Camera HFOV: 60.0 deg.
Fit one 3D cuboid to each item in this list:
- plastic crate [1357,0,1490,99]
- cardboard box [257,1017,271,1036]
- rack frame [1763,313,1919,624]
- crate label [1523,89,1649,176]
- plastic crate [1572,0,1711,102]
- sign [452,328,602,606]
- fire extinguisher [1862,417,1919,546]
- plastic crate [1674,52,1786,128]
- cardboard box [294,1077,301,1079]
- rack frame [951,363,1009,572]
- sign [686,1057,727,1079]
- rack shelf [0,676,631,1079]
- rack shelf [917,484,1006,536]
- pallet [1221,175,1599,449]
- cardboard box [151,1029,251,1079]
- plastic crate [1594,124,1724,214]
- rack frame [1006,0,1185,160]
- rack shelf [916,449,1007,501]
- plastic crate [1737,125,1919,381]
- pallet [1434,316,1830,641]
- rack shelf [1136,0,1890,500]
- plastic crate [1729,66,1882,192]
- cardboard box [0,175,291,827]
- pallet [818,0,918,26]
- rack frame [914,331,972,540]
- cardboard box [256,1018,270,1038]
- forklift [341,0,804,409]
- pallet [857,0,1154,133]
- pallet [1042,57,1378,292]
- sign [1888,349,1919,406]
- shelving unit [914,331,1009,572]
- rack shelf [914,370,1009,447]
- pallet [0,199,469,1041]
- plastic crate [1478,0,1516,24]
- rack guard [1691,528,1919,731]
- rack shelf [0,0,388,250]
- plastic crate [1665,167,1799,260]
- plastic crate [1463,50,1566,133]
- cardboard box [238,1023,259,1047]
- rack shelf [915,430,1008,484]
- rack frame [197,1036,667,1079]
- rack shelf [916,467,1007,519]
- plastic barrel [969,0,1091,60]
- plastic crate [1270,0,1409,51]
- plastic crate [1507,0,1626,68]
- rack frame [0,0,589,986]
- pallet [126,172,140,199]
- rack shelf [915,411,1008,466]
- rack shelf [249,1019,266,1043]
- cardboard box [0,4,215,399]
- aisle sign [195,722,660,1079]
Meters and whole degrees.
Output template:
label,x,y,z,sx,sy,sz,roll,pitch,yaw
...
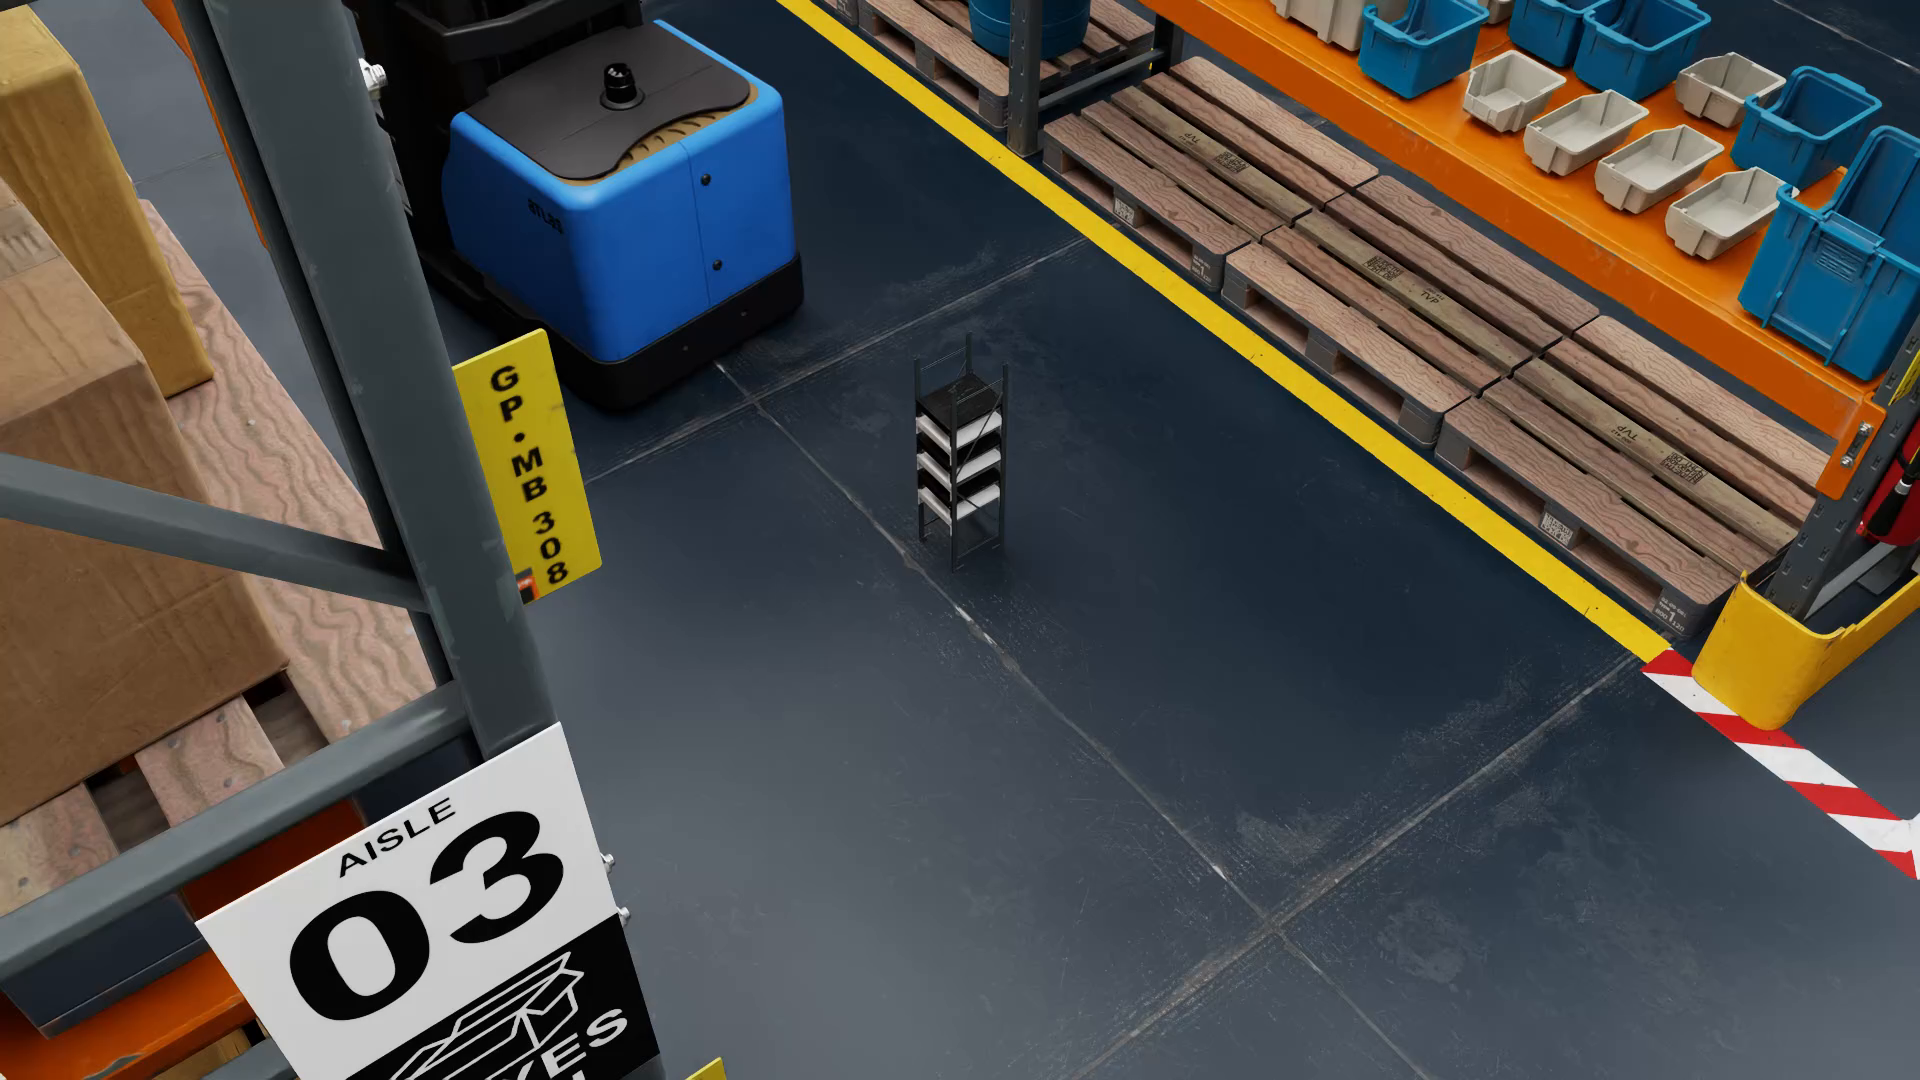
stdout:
label,x,y,z,sx,sy,sz,roll,pitch,yaw
plastic crate,1.631,-1.770,5.902,0.416,0.233,0.300,-29,54,-24
cardboard box,-1.241,0.512,3.156,0.500,0.500,0.500,-31,55,-25
rack frame,3.079,-0.710,4.869,1.000,3.000,0.127,-29,54,-24
crate label,2.089,-1.372,5.606,0.396,0.136,0.243,-29,54,-24
plastic crate,2.394,-1.743,5.878,0.416,0.233,0.300,-29,54,-24
sign,-0.418,-0.061,1.613,0.100,0.325,0.005,-29,54,-24
fire extinguisher,2.809,-0.266,4.770,0.296,0.674,0.183,-29,54,-24
plastic crate,2.652,-1.561,5.778,0.250,0.136,0.298,-29,54,-24
cardboard box,-0.939,1.058,3.166,0.500,0.250,0.500,-31,55,-25
rack frame,0.066,-0.237,5.858,0.240,0.900,0.006,-29,54,-24
sign,-0.418,0.949,2.727,0.100,0.325,0.005,-29,54,-24
rack shelf,-2.074,-0.433,3.079,1.077,0.370,4.000,-29,54,-24
rack shelf,0.005,-0.154,6.070,0.258,0.077,0.200,-29,54,-24
pallet,1.876,-0.996,7.010,1.003,0.211,1.213,-29,54,-24
cardboard box,-1.367,1.041,2.676,0.500,0.500,0.500,-29,54,-24
plastic crate,2.277,-1.218,5.467,0.396,0.136,0.243,-29,54,-24
rack frame,0.657,-3.068,7.007,1.000,3.000,0.127,-29,54,-24
rack shelf,0.005,-0.275,5.937,0.258,0.077,0.200,-29,54,-24
plastic crate,2.728,-0.856,4.937,0.616,0.435,0.499,-29,54,-24
pallet,2.611,-0.277,6.359,1.003,0.211,1.213,-29,54,-24
rack shelf,1.868,-1.648,6.205,1.077,0.370,4.000,-29,54,-24
plastic crate,2.793,-1.355,5.526,0.416,0.233,0.300,-29,54,-24
cardboard box,-1.220,0.014,1.770,0.700,0.500,0.500,-33,56,-26
pallet,-0.520,-3.325,9.122,1.003,0.211,1.213,-29,54,-24
rack frame,-0.057,-0.357,5.967,0.240,0.900,0.006,-29,54,-24
cardboard box,-1.259,0.755,3.442,0.500,0.250,0.500,-30,54,-24
forklift,-2.061,-2.493,6.532,1.130,2.935,3.031,-36,57,-28
pallet,0.223,-2.605,8.470,1.003,0.211,1.213,-29,54,-24
pallet,1.133,-1.716,7.663,1.003,0.211,1.213,-29,54,-24
sign,2.651,-0.508,4.576,0.100,0.325,0.005,-29,54,-24
shelving unit,0.005,-0.297,5.912,0.258,0.900,0.210,-29,54,-24
rack shelf,0.005,-0.456,5.737,0.258,0.077,0.200,-29,54,-24
pallet,-1.320,0.101,2.169,1.003,0.211,1.213,-29,54,-24
plastic crate,1.951,-2.108,6.274,0.293,0.136,0.466,-29,54,-24
rack guard,3.104,0.138,5.787,1.175,0.500,0.348,-29,54,-24
rack shelf,-2.074,-1.306,2.116,1.077,0.370,4.000,-29,54,-24
plastic crate,2.441,-1.041,5.307,0.396,0.136,0.243,-29,54,-24
plastic crate,1.895,-1.538,5.757,0.298,0.136,0.250,-29,54,-24
cardboard box,-1.674,0.996,3.223,0.500,0.250,0.500,-30,55,-25
rack shelf,0.005,-0.336,5.870,0.258,0.077,0.200,-29,54,-24
rack frame,-0.863,1.512,2.855,1.000,3.000,0.127,-29,54,-24
rack shelf,0.005,-0.215,6.004,0.258,0.077,0.200,-29,54,-24
plastic barrel,0.341,-2.833,7.927,0.600,0.901,0.708,-29,54,-24
plastic crate,1.435,-2.066,6.138,0.437,0.282,0.530,-29,54,-24
plastic crate,2.213,-1.920,6.039,0.416,0.233,0.300,-29,54,-24
rack frame,-0.863,-0.503,0.632,1.000,3.000,0.127,-29,54,-24
pallet,-2.063,-0.618,2.821,1.003,0.211,1.213,-29,54,-24
rack shelf,0.005,-0.396,5.804,0.258,0.077,0.200,-29,54,-24
rack shelf,-2.074,0.574,4.190,1.077,0.370,4.000,-29,54,-24
cardboard box,-1.465,-0.372,2.120,0.700,0.500,0.500,-31,55,-25
aisle sign,-0.581,0.547,1.975,0.394,0.787,0.004,-29,54,-24
